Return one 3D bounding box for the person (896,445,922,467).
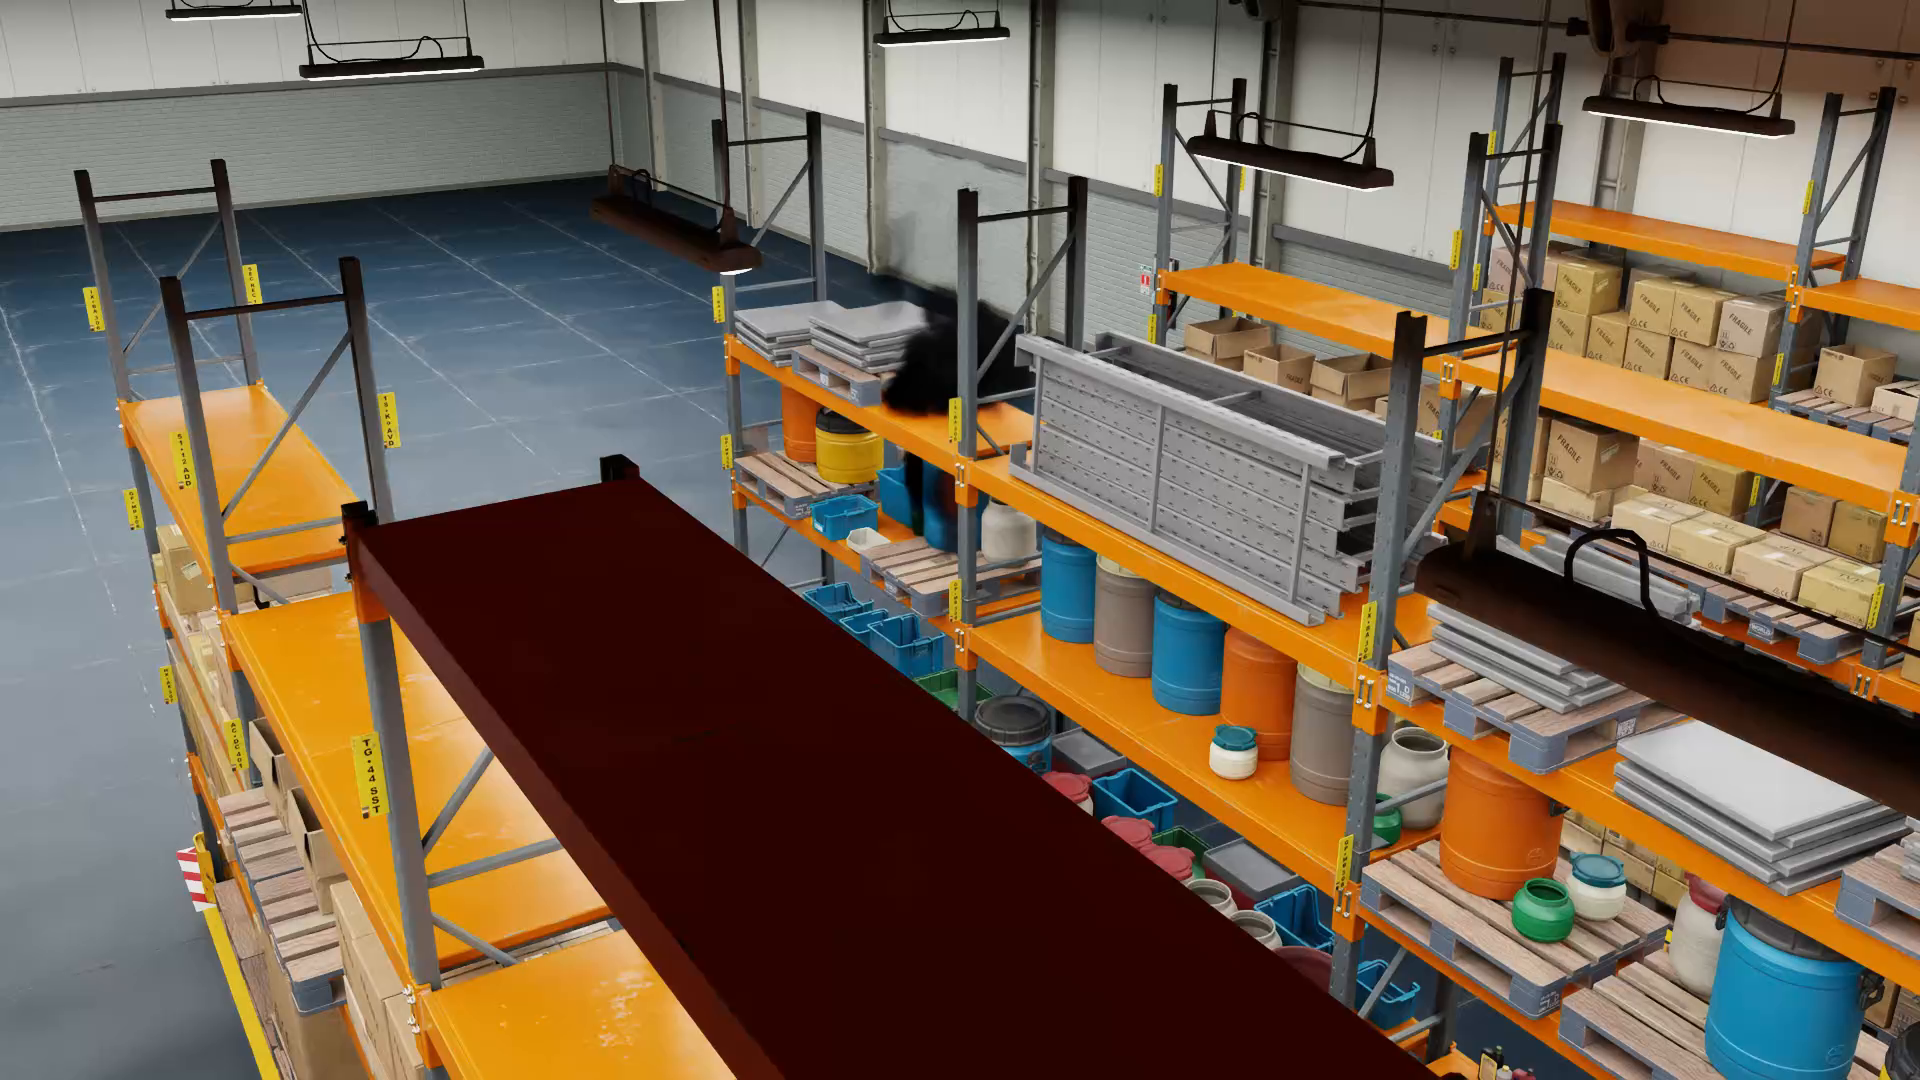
[{"bbox_3d":[-0.562,-0.313,19.755,0.928,1.804,0.633,-1,22,-2],"label":"person"}]

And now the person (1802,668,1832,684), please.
[{"bbox_3d":[7.409,1.800,14.667,0.590,1.740,0.726,-15,26,-33],"label":"person"}]
